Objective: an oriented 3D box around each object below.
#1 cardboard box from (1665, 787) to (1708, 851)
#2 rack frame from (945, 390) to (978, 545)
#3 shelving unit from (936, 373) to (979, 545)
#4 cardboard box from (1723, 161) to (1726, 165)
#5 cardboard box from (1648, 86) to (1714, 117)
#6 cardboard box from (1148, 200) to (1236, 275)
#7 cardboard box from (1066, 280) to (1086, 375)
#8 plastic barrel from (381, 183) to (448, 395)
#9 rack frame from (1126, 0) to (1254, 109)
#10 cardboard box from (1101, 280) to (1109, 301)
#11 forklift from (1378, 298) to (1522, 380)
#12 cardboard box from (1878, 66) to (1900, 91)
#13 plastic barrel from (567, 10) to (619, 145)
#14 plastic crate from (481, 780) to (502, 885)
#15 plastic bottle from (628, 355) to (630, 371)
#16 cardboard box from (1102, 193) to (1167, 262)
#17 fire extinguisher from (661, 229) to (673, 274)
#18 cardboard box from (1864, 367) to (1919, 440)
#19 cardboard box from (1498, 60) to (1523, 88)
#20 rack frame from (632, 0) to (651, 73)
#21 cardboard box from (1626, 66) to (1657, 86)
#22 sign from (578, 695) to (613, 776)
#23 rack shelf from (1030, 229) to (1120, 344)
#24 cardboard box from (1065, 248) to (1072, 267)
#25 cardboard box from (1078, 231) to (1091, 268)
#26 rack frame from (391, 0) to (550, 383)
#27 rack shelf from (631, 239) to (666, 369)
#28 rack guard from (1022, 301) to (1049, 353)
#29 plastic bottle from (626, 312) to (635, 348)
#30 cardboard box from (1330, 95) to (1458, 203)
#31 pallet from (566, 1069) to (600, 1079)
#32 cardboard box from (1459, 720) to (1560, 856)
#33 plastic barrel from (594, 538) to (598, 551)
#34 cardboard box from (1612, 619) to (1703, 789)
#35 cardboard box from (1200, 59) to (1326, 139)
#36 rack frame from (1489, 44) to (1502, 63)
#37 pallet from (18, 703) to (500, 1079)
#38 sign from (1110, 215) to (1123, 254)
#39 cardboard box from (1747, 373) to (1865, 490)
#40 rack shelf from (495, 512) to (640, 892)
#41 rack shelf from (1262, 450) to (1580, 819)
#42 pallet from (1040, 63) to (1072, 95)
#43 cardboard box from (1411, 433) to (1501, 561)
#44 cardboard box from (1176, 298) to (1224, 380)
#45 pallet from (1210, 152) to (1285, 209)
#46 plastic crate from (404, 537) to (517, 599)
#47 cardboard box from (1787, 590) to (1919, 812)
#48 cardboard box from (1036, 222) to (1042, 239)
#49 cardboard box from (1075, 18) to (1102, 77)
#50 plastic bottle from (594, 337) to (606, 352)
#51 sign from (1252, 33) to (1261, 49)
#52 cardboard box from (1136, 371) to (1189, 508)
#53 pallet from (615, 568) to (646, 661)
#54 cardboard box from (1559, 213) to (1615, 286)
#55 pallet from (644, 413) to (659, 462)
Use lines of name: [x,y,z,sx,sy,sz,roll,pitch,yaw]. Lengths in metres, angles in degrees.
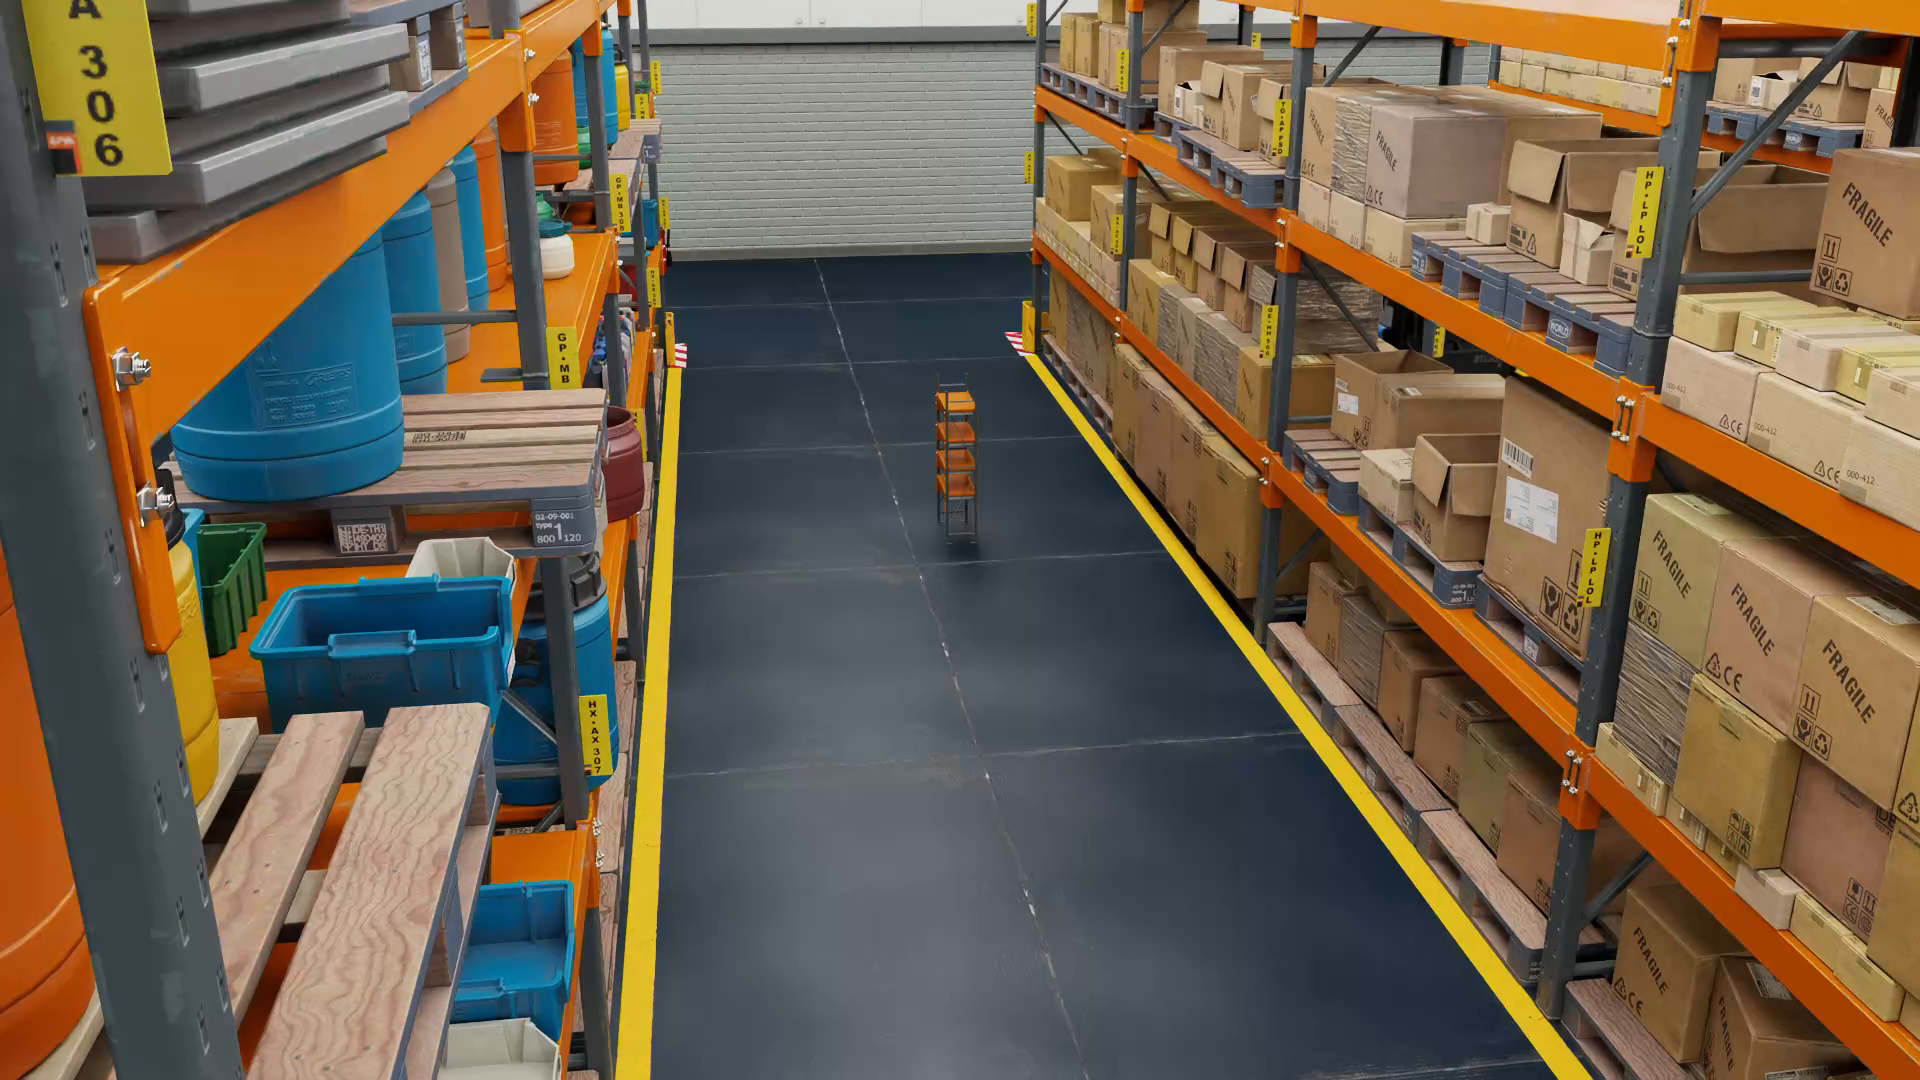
cardboard box: [2.837,1.003,6.103,0.380,0.149,0.250,-3,21,-8]
rack frame: [0.011,-0.535,12.433,0.240,1.200,0.015,-3,21,-8]
shelving unit: [-0.024,-0.619,12.660,0.258,1.200,0.503,-3,21,-8]
cardboard box: [6.452,-3.166,14.908,0.500,0.500,0.500,-4,21,-10]
cardboard box: [6.449,-3.853,14.673,0.500,0.250,0.500,-2,21,-6]
cardboard box: [1.964,-2.443,13.393,0.797,0.503,0.637,-3,21,-9]
cardboard box: [1.590,-2.200,16.757,0.875,0.875,0.875,-3,21,-8]
plastic barrel: [-2.172,-0.932,5.922,0.600,0.901,0.708,-3,21,-8]
rack frame: [1.864,-4.957,13.127,1.000,3.000,0.127,-3,21,-8]
cardboard box: [1.459,-2.207,14.698,0.380,0.149,0.250,-3,21,-7]
forklift: [4.318,-2.015,13.921,1.130,2.935,3.031,-3,21,-8]
cardboard box: [6.842,-3.359,11.898,0.396,0.266,0.258,-3,21,-8]
plastic barrel: [-2.640,-3.151,11.261,0.600,0.901,0.708,-3,21,-8]
plastic crate: [-1.934,1.090,5.600,0.767,0.338,0.504,-3,21,-8]
plastic bottle: [-2.472,-1.297,12.186,0.097,0.201,0.097,0,20,0]
cardboard box: [1.533,-2.713,14.410,0.500,0.500,0.500,-2,21,-6]
fire extinguisher: [-3.186,-3.146,17.496,0.296,0.674,0.183,-3,21,-8]
cardboard box: [2.913,-0.407,4.877,0.380,0.149,0.250,-3,21,-9]
cardboard box: [6.022,-4.913,17.512,0.500,0.250,0.500,-2,21,-6]
rack frame: [-3.614,-6.092,16.166,1.000,3.000,0.127,-3,21,-8]
cardboard box: [6.405,-4.259,15.044,0.500,0.250,0.500,-4,21,-10]
sign: [-1.338,0.719,6.108,0.100,0.325,0.005,-3,21,-8]
rack shelf: [1.576,-2.502,16.157,1.077,0.370,4.000,-3,21,-8]
cardboard box: [1.235,-2.742,16.130,0.380,0.149,0.250,-3,21,-9]
cardboard box: [1.390,-2.711,15.478,0.500,0.250,0.500,-2,21,-7]
rack frame: [-1.884,-1.938,5.042,1.000,3.000,0.127,-3,21,-8]
rack shelf: [-3.325,-2.252,15.488,1.077,0.370,4.000,-3,21,-8]
rack guard: [1.284,-2.369,18.345,1.175,0.500,0.348,-3,21,-8]
plastic bottle: [-2.582,-1.644,12.999,0.061,0.283,0.133,-3,21,-8]
cardboard box: [2.324,-2.097,8.898,0.500,0.500,0.500,-3,21,-7]
pallet: [-1.828,2.414,5.952,1.003,0.211,1.213,-3,21,-8]
cardboard box: [2.900,1.208,8.138,0.700,0.500,0.500,-3,21,-8]
plastic barrel: [-1.973,0.063,8.066,0.433,0.535,0.433,0,20,0]
cardboard box: [3.021,0.596,6.266,0.875,0.500,0.500,-3,21,-8]
cardboard box: [2.125,-3.118,11.743,0.797,0.503,0.637,-3,21,-8]
rack frame: [6.210,-6.557,17.411,1.000,3.000,0.127,-3,21,-8]
pallet: [-1.330,0.650,2.672,1.003,0.211,1.213,-3,21,-8]
sign: [1.315,-2.561,13.935,0.100,0.325,0.005,-3,21,-8]
cardboard box: [2.910,-0.360,5.321,0.500,0.250,0.500,-3,21,-8]
rack shelf: [-2.172,0.517,8.072,1.077,0.370,4.000,-3,21,-8]
rack shelf: [2.729,0.268,8.741,1.077,0.370,4.000,-3,21,-8]
pallet: [1.405,-4.639,16.689,1.003,0.211,1.213,-3,21,-8]
cardboard box: [2.676,-0.218,8.264,0.797,0.503,0.637,-1,20,-2]
cardboard box: [1.908,-1.496,12.291,0.500,0.500,0.500,-3,21,-7]
pallet: [2.295,-2.299,10.567,1.213,0.211,1.003,-2,21,-5]
plastic crate: [-1.252,0.127,4.180,0.243,0.136,0.396,-3,21,-8]
cardboard box: [2.976,0.483,5.138,0.500,0.500,0.500,-3,21,-8]
cardboard box: [1.012,-3.274,17.555,0.380,0.149,0.250,-3,21,-7]
cardboard box: [1.500,-4.672,15.766,0.700,0.500,0.500,-4,21,-11]
plastic bottle: [-2.636,-1.356,12.244,0.097,0.271,0.097,0,20,0]
sign: [2.400,-3.972,13.589,0.100,0.325,0.005,-3,21,-8]
cardboard box: [2.106,-0.818,13.056,1.225,0.875,0.875,-4,21,-10]
pallet: [-2.615,0.523,11.013,1.003,0.211,1.213,-3,21,-8]
cardboard box: [2.783,-1.236,7.044,0.396,0.266,0.258,-2,21,-6]
pallet: [-3.181,-0.843,14.672,1.003,0.211,1.213,-3,21,-8]
